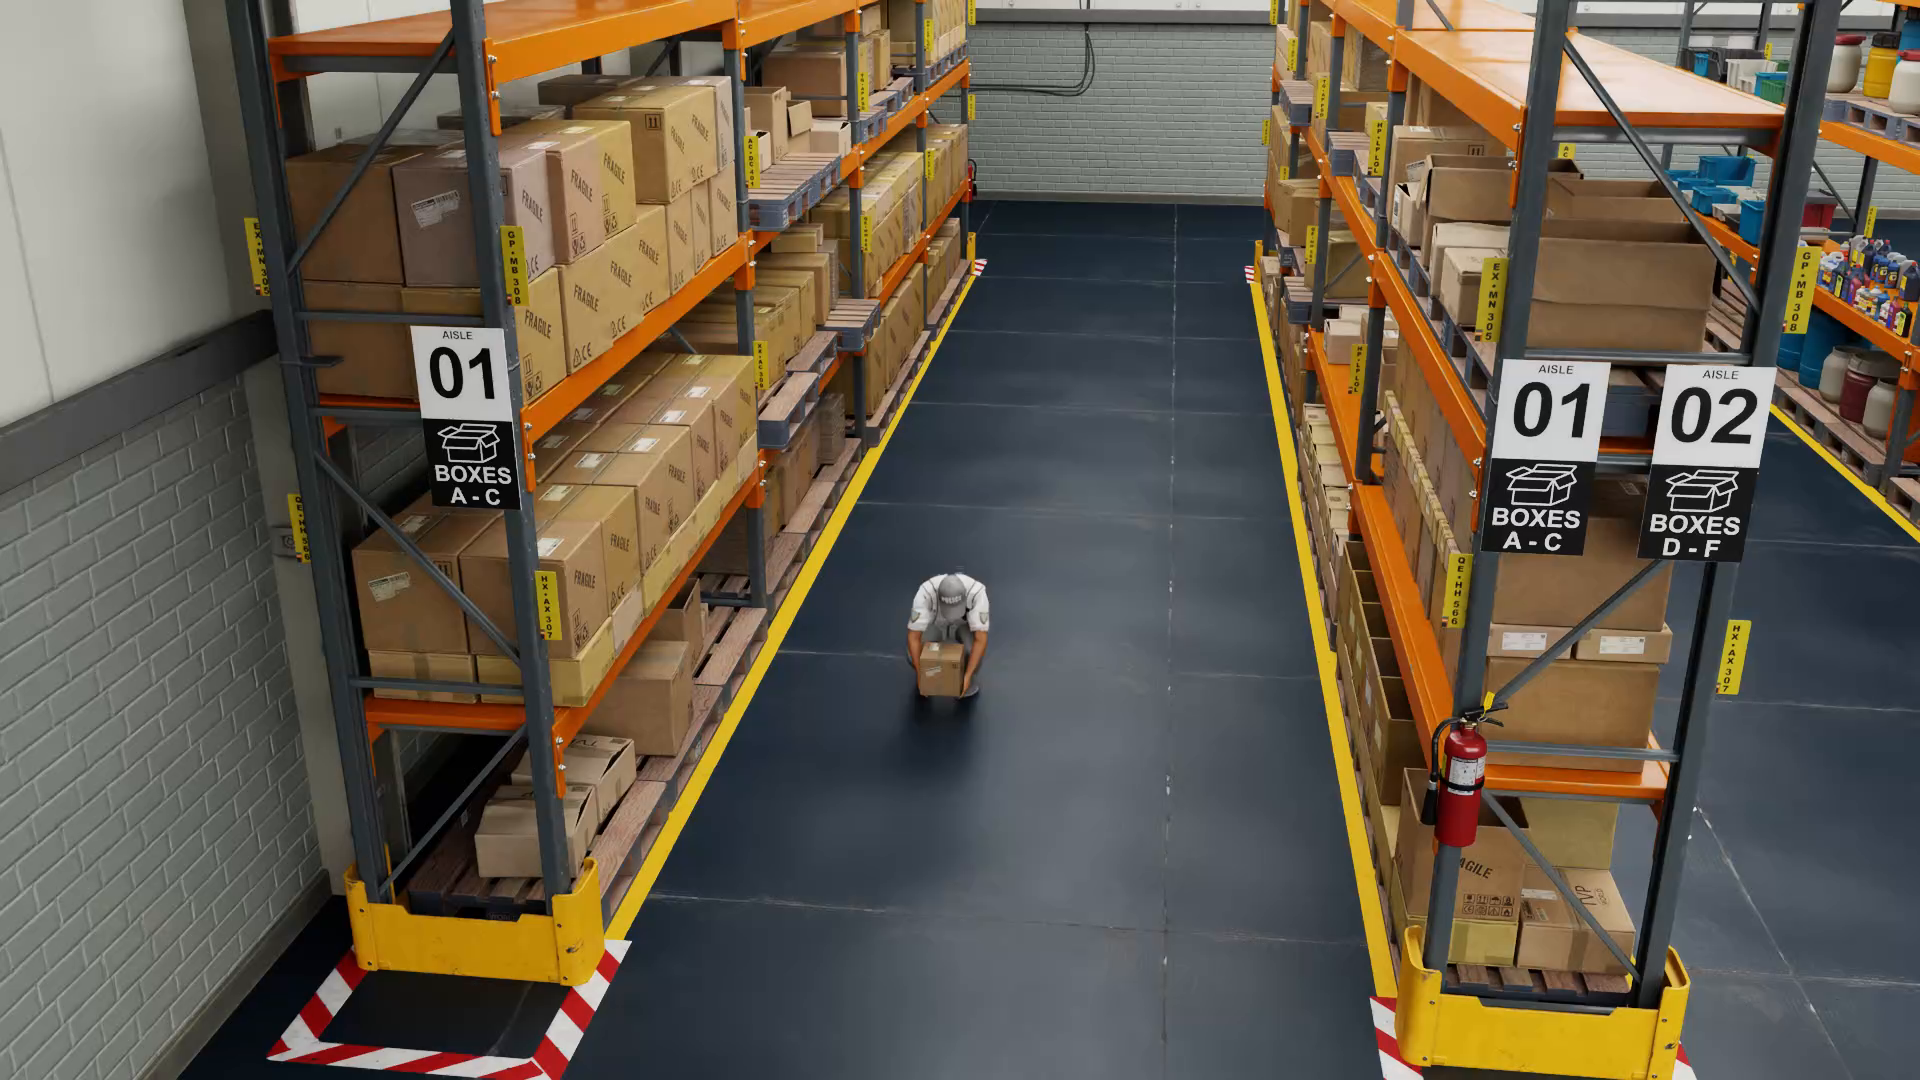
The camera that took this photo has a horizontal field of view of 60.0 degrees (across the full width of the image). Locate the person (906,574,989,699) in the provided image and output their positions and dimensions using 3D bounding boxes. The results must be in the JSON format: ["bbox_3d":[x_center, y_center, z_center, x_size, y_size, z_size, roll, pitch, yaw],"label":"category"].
[{"bbox_3d":[-0.067,0.559,10.676,0.536,0.930,0.852,3,21,6],"label":"person"}]
